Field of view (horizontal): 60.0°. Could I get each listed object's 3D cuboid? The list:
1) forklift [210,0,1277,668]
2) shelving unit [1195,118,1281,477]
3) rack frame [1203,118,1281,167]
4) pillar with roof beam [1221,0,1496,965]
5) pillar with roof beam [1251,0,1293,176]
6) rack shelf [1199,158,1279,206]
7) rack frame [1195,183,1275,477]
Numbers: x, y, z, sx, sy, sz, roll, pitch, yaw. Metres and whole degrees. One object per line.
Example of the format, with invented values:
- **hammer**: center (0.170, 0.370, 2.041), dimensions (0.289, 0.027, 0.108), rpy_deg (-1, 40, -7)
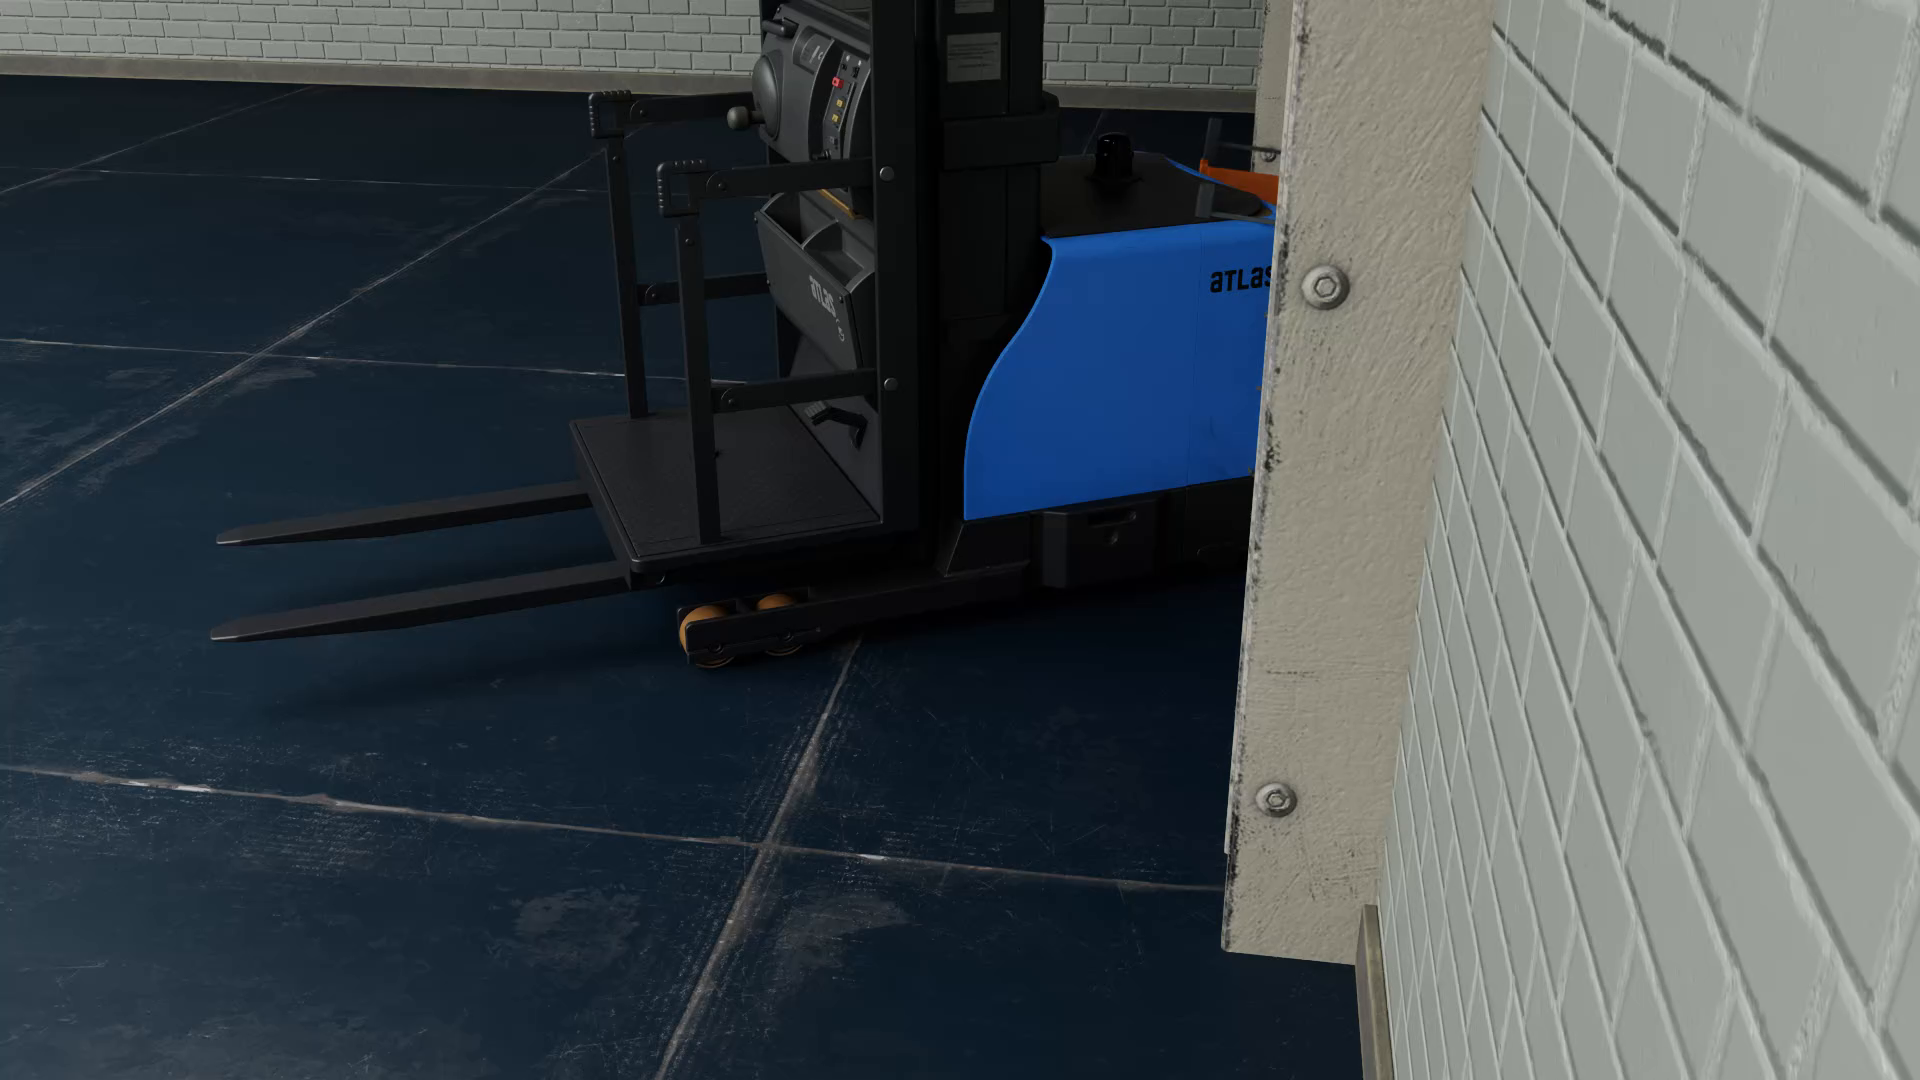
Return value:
- **forklift**: center (-0.589, -1.233, 4.427), dimensions (3.031, 2.935, 1.130), rpy_deg (-9, 27, -19)
- **shelving unit**: center (0.934, -0.645, 5.263), dimensions (0.538, 1.125, 1.048), rpy_deg (9, 25, 6)
- **rack frame**: center (1.016, -0.851, 5.720), dimensions (0.500, 1.125, 0.032), rpy_deg (9, 25, 6)
- **pillar with roof beam**: center (-3.522, -3.598, 2.321), dimensions (9.100, 9.000, 0.400), rpy_deg (4, 25, 9)
- **pillar with roof beam**: center (-2.542, -6.107, 7.682), dimensions (9.100, 9.000, 0.400), rpy_deg (4, 25, 9)
- **rack shelf**: center (0.963, -0.908, 5.139), dimensions (0.538, 0.278, 1.000), rpy_deg (9, 25, 6)
- **rack frame**: center (0.853, -0.438, 4.806), dimensions (0.500, 1.125, 0.032), rpy_deg (9, 25, 6)
